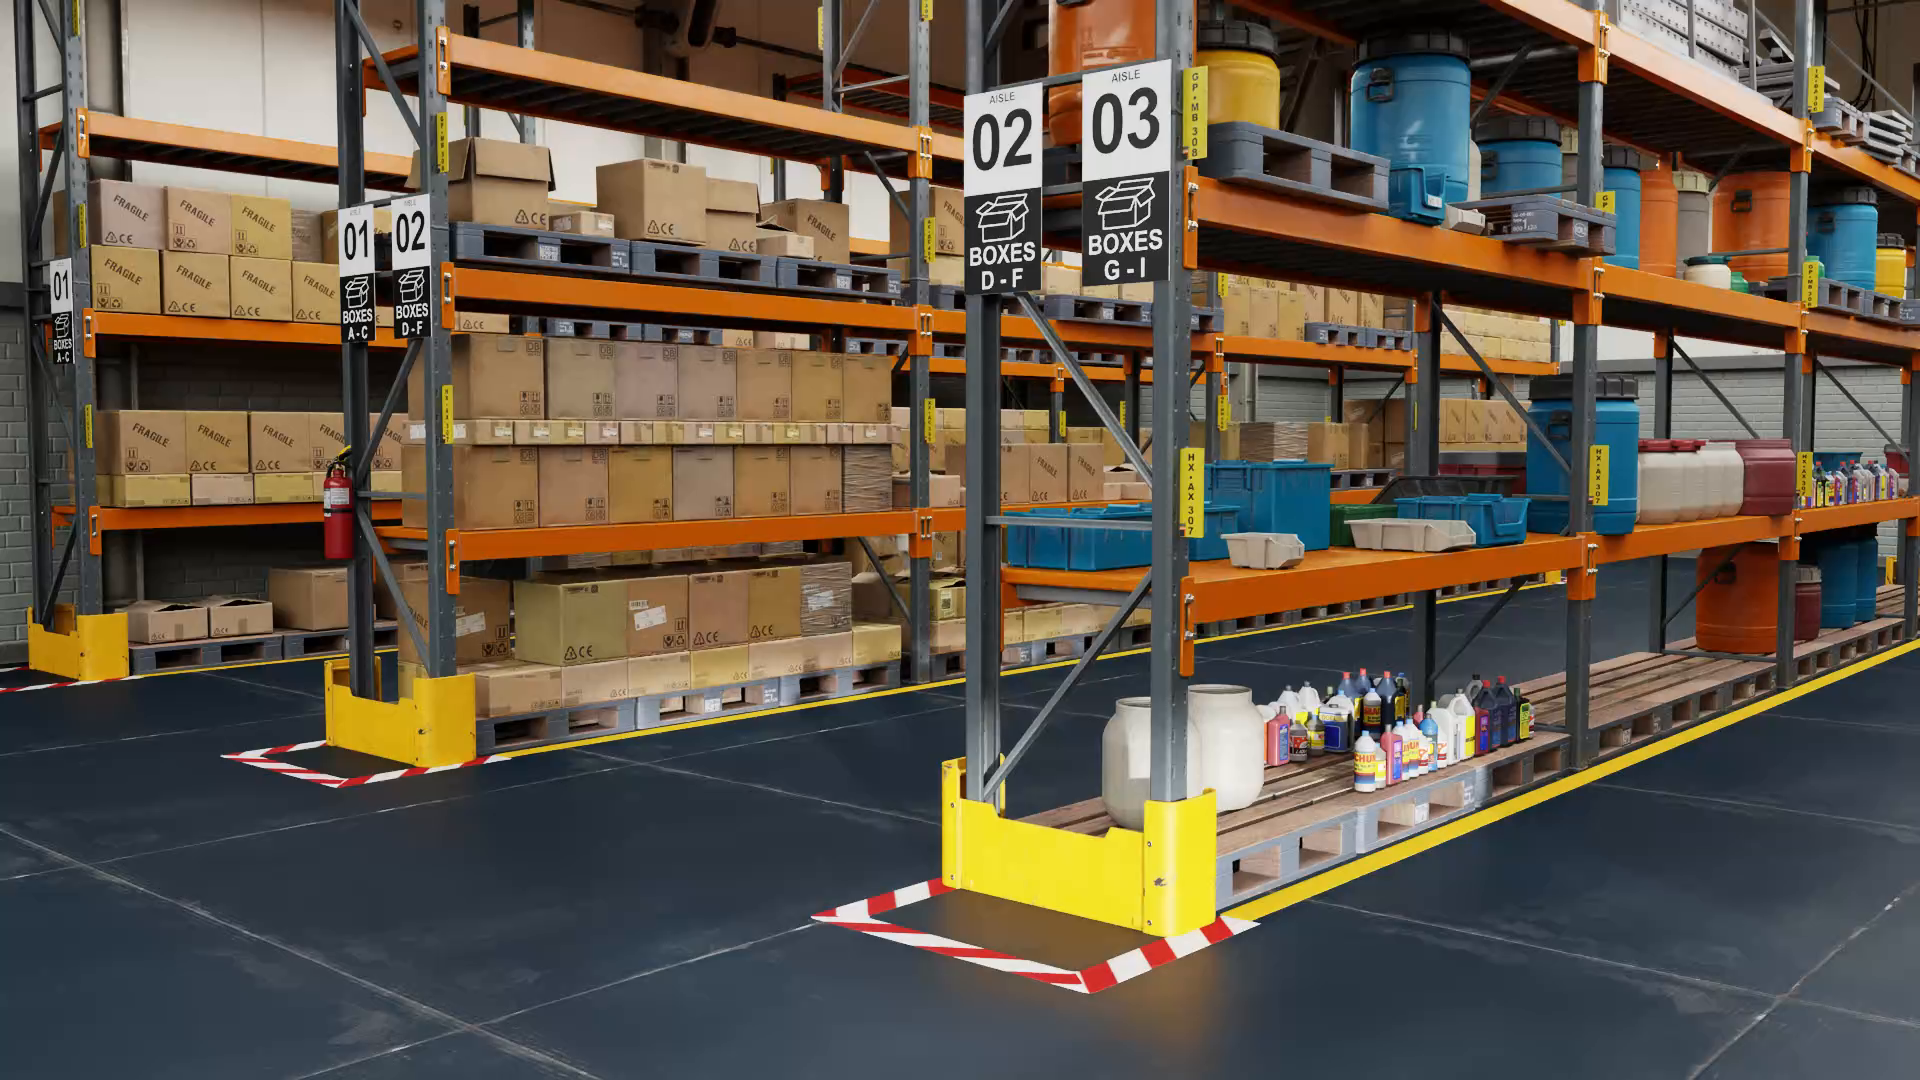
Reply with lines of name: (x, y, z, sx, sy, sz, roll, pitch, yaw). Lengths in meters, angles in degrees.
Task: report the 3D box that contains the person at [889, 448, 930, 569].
person: (-0.521, -0.105, 17.104, 0.422, 1.791, 0.622, 0, 3, 5)
